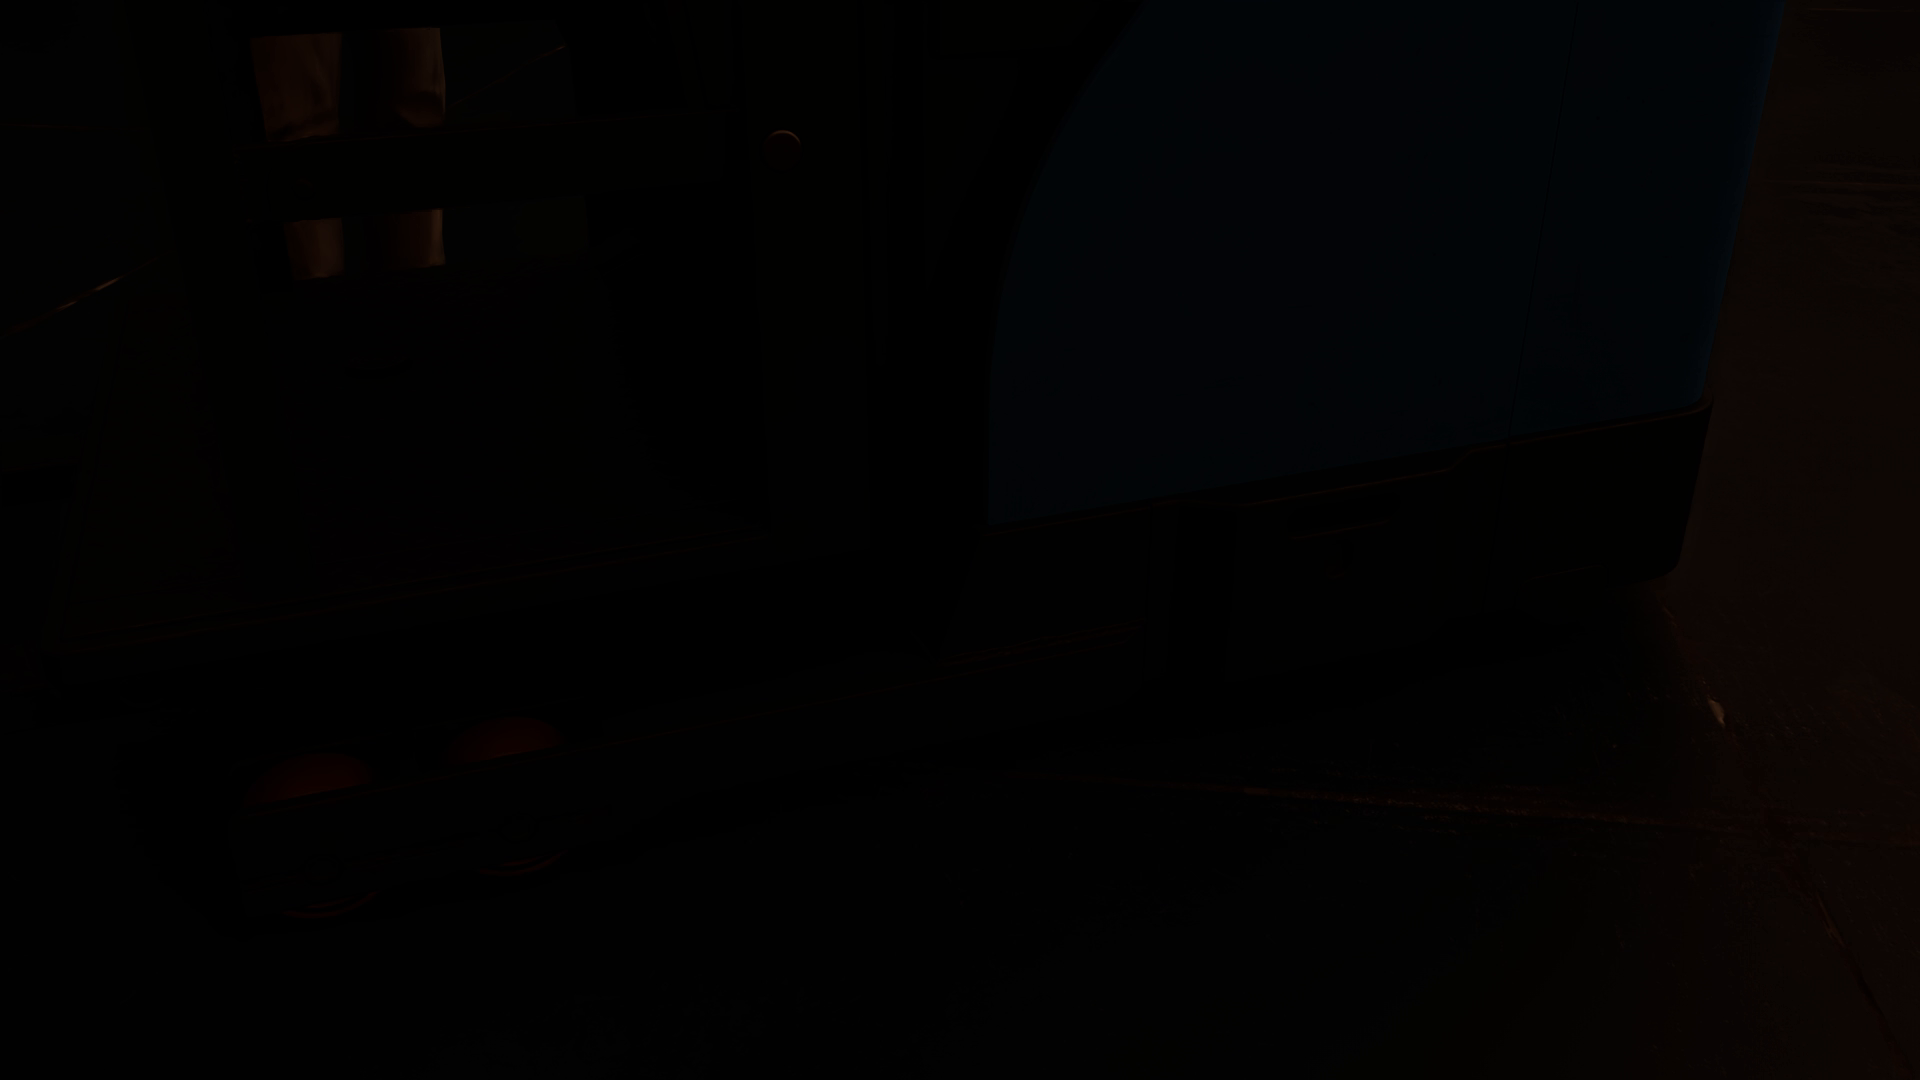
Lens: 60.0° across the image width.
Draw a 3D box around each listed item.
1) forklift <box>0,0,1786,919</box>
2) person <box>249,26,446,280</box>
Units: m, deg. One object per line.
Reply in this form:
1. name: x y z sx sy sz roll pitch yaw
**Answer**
1. forklift: -0.576 -1.188 1.599 3.031 2.935 1.130 -10 28 -19
2. person: -1.001 -1.055 2.700 0.551 1.674 0.526 -19 32 -34
